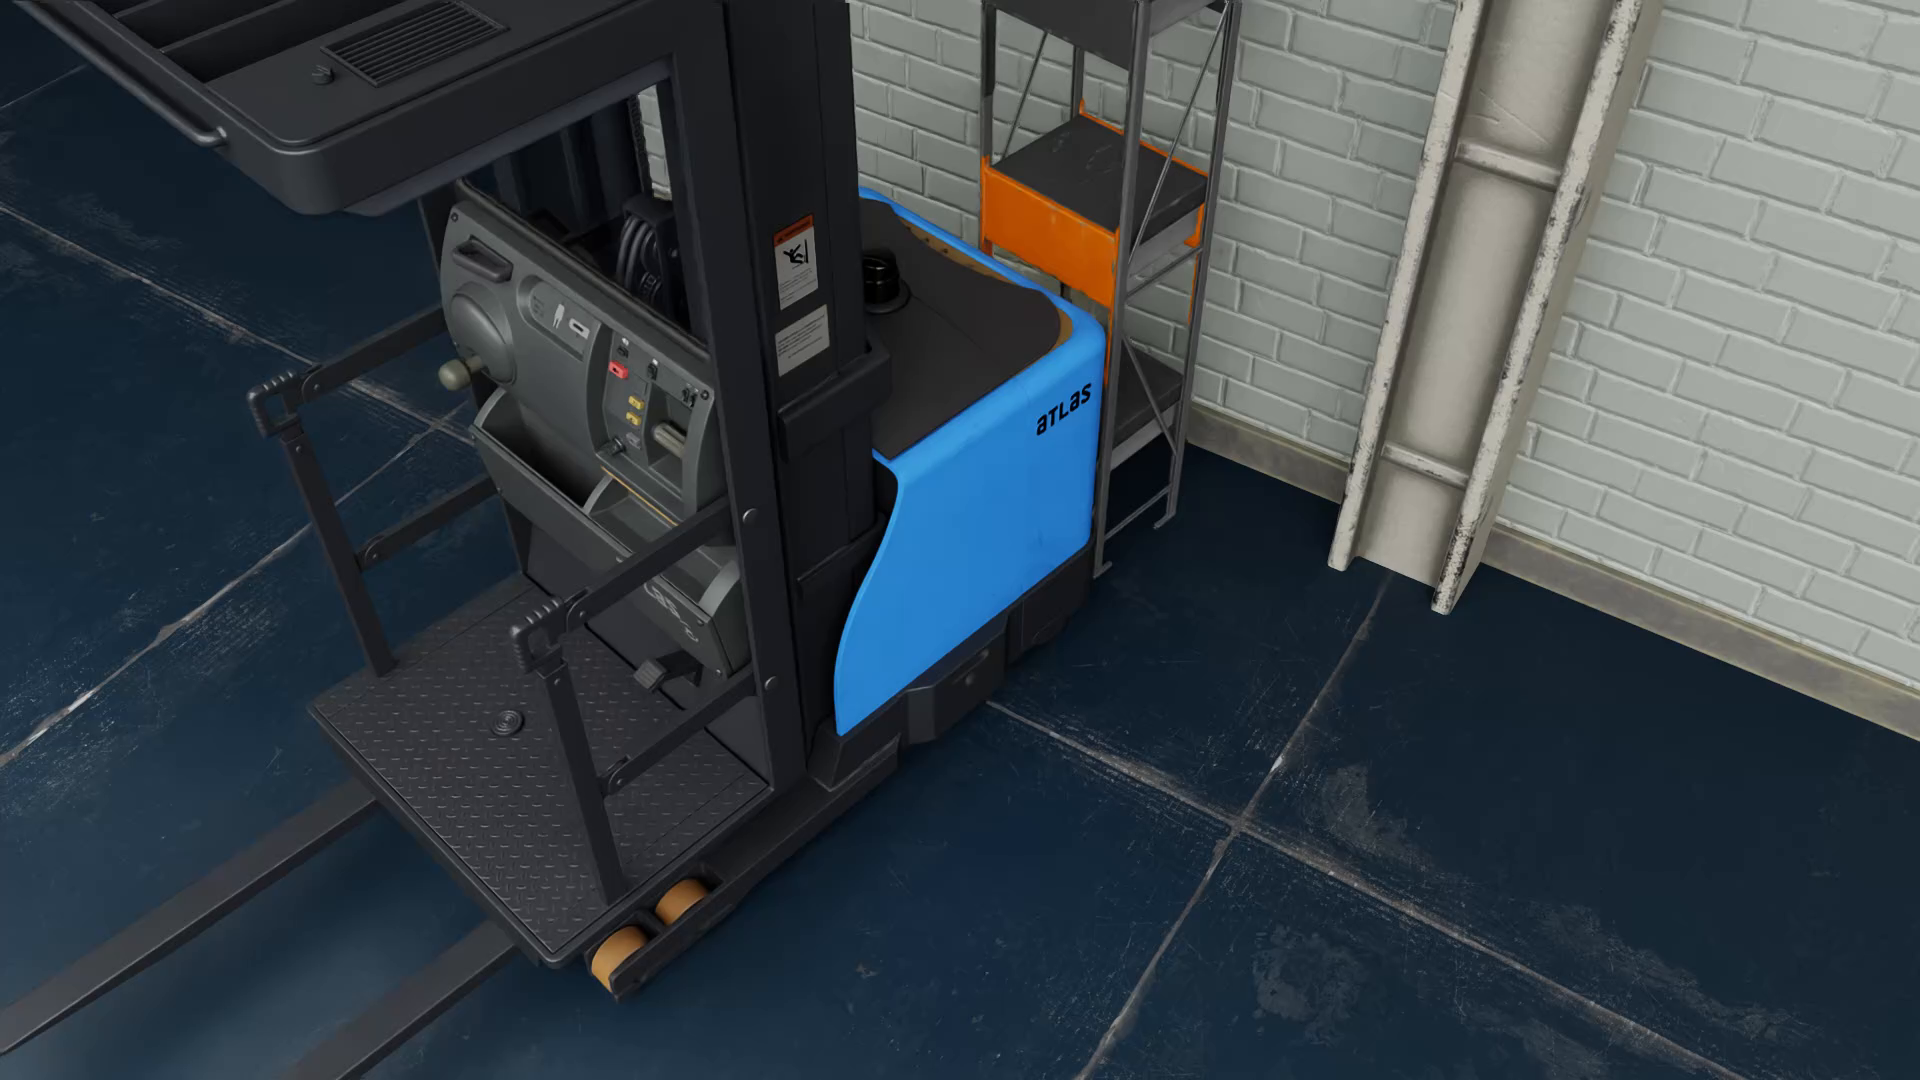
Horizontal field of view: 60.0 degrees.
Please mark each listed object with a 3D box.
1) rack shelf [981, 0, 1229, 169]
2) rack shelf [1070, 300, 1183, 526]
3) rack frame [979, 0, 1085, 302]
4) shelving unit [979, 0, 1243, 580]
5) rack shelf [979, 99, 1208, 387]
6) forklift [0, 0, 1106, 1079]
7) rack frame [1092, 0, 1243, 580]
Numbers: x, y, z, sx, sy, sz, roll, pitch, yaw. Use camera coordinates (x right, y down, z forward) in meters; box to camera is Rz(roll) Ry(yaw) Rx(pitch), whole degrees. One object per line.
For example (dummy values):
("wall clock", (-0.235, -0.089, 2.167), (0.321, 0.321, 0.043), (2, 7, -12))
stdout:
("rack shelf", (0.372, -1.315, 4.107), (0.480, 0.518, 0.431), (35, 55, 29))
("rack shelf", (0.372, -0.339, 5.111), (0.480, 0.518, 0.431), (35, 55, 29))
("rack frame", (0.197, -0.958, 4.717), (0.015, 2.100, 0.400), (35, 55, 29))
("shelving unit", (0.372, -0.837, 4.599), (0.503, 2.100, 0.431), (35, 55, 29))
("rack shelf", (0.372, -0.827, 4.609), (0.480, 0.518, 0.431), (35, 55, 29))
("forklift", (-0.991, -0.315, 3.512), (1.130, 2.935, 3.031), (35, 55, 29))
("rack frame", (0.547, -0.715, 4.480), (0.015, 2.100, 0.400), (35, 55, 29))
